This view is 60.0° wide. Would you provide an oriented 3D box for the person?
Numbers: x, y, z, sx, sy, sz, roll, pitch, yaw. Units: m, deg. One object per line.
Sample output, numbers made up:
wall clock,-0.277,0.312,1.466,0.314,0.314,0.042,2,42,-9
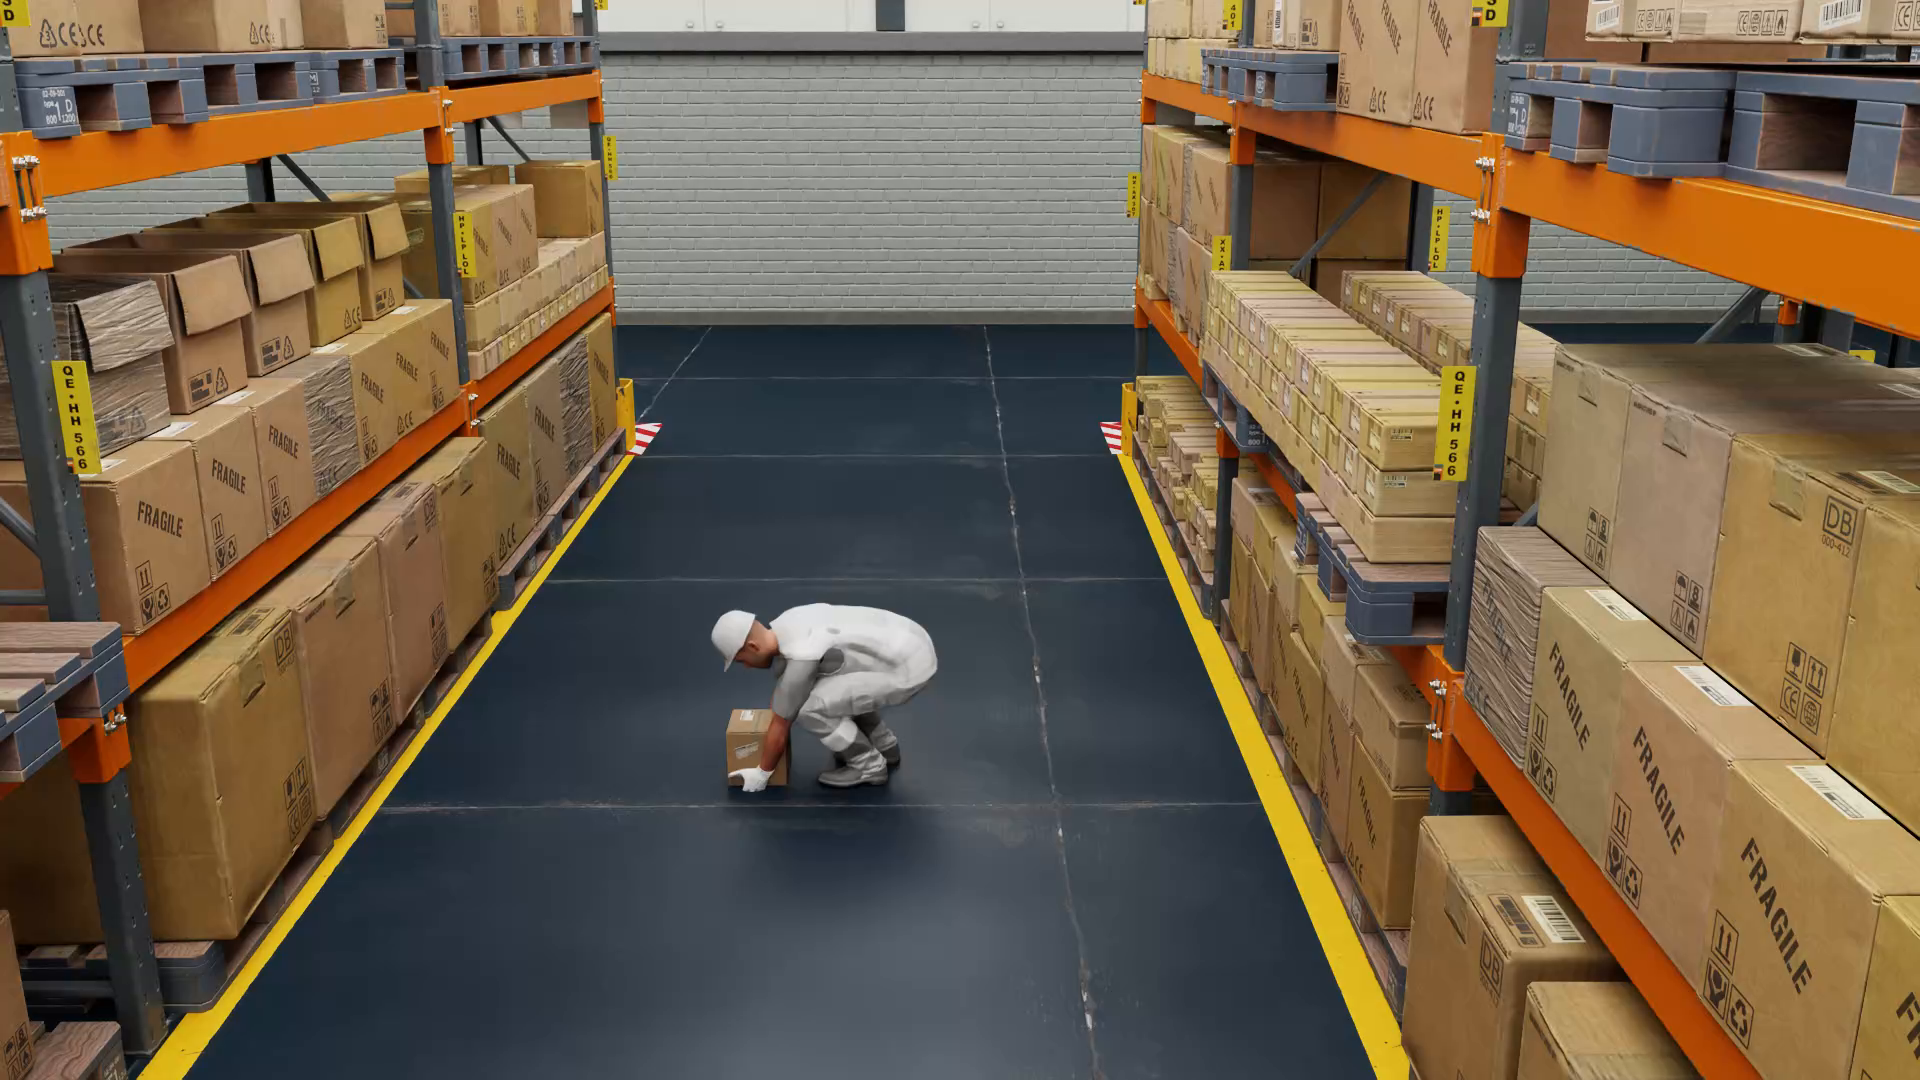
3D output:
person,-0.570,0.664,7.128,0.951,0.796,0.529,-1,17,-2
